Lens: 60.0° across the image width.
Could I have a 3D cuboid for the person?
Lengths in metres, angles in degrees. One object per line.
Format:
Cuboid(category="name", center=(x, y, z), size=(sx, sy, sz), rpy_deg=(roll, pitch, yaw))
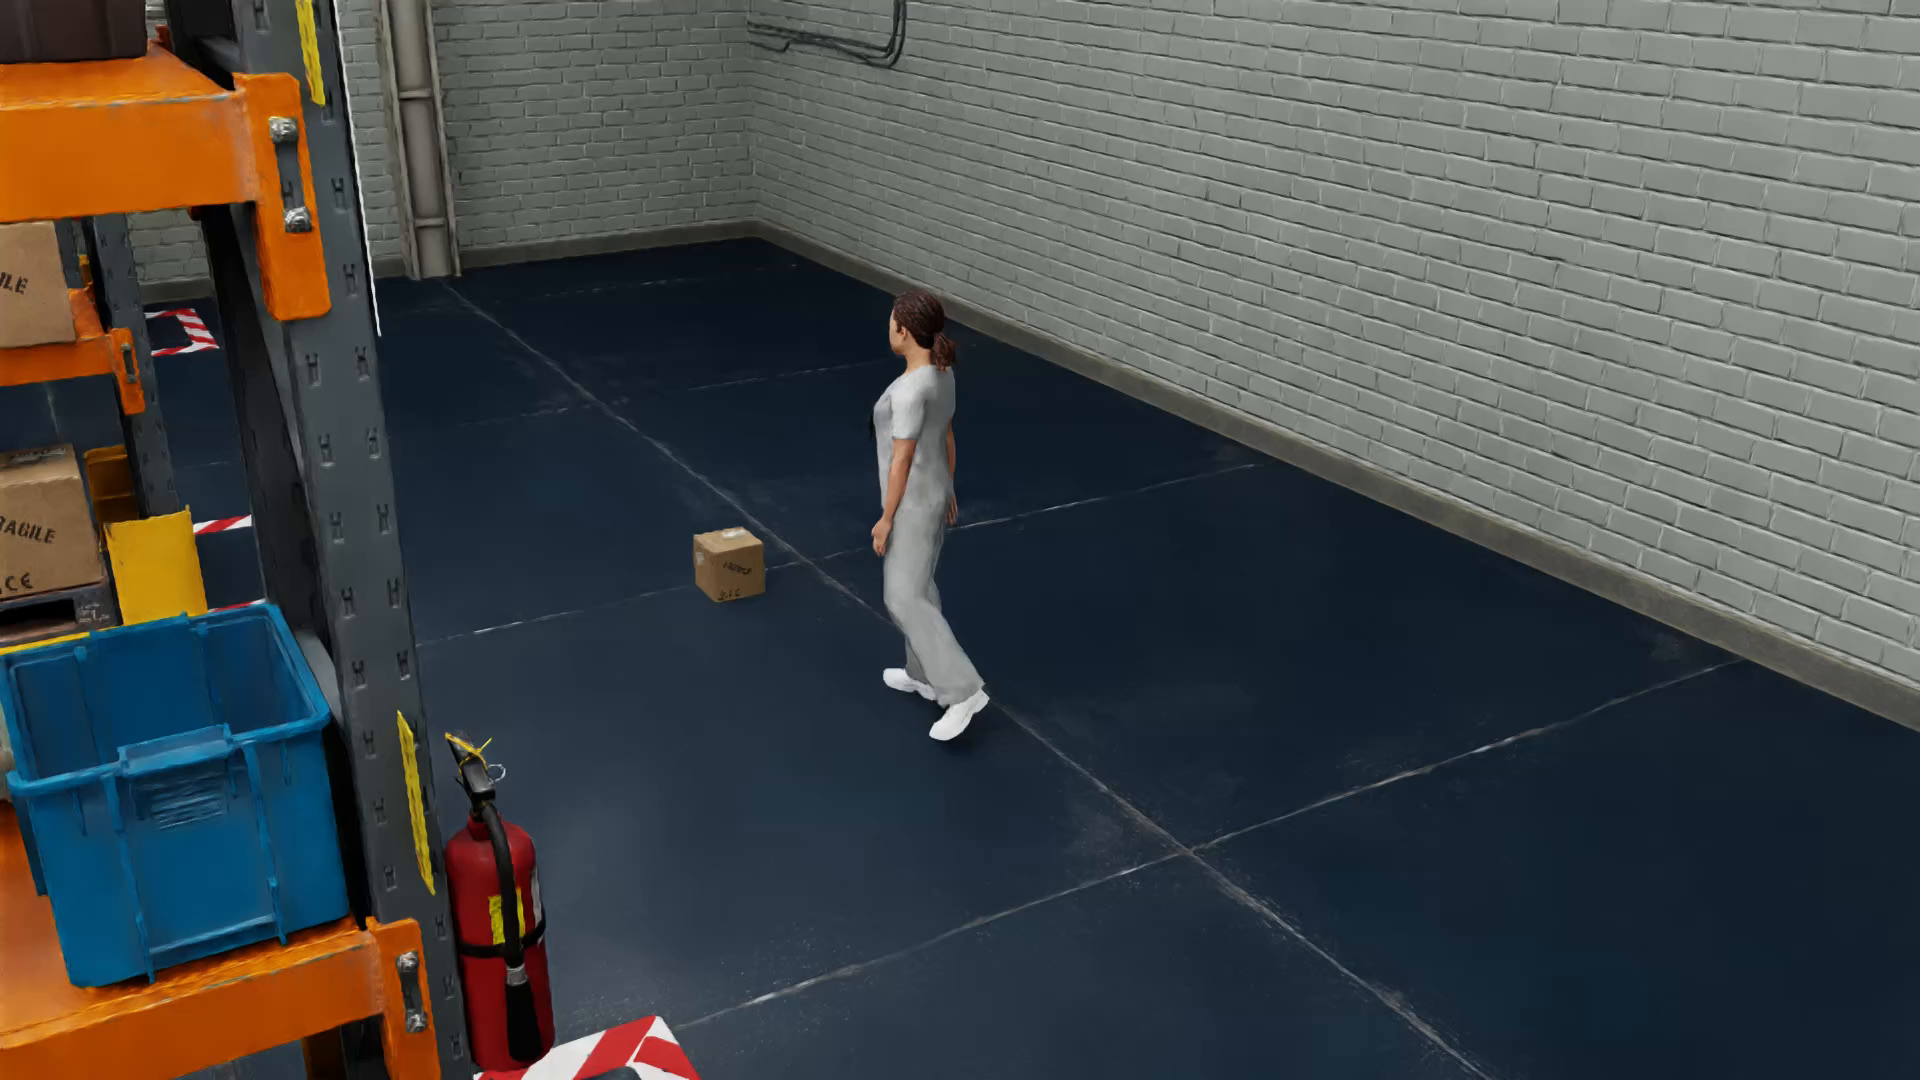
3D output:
Cuboid(category="person", center=(-0.115, 0.019, 6.394), size=(0.502, 1.407, 0.650), rpy_deg=(5, 22, 12))
